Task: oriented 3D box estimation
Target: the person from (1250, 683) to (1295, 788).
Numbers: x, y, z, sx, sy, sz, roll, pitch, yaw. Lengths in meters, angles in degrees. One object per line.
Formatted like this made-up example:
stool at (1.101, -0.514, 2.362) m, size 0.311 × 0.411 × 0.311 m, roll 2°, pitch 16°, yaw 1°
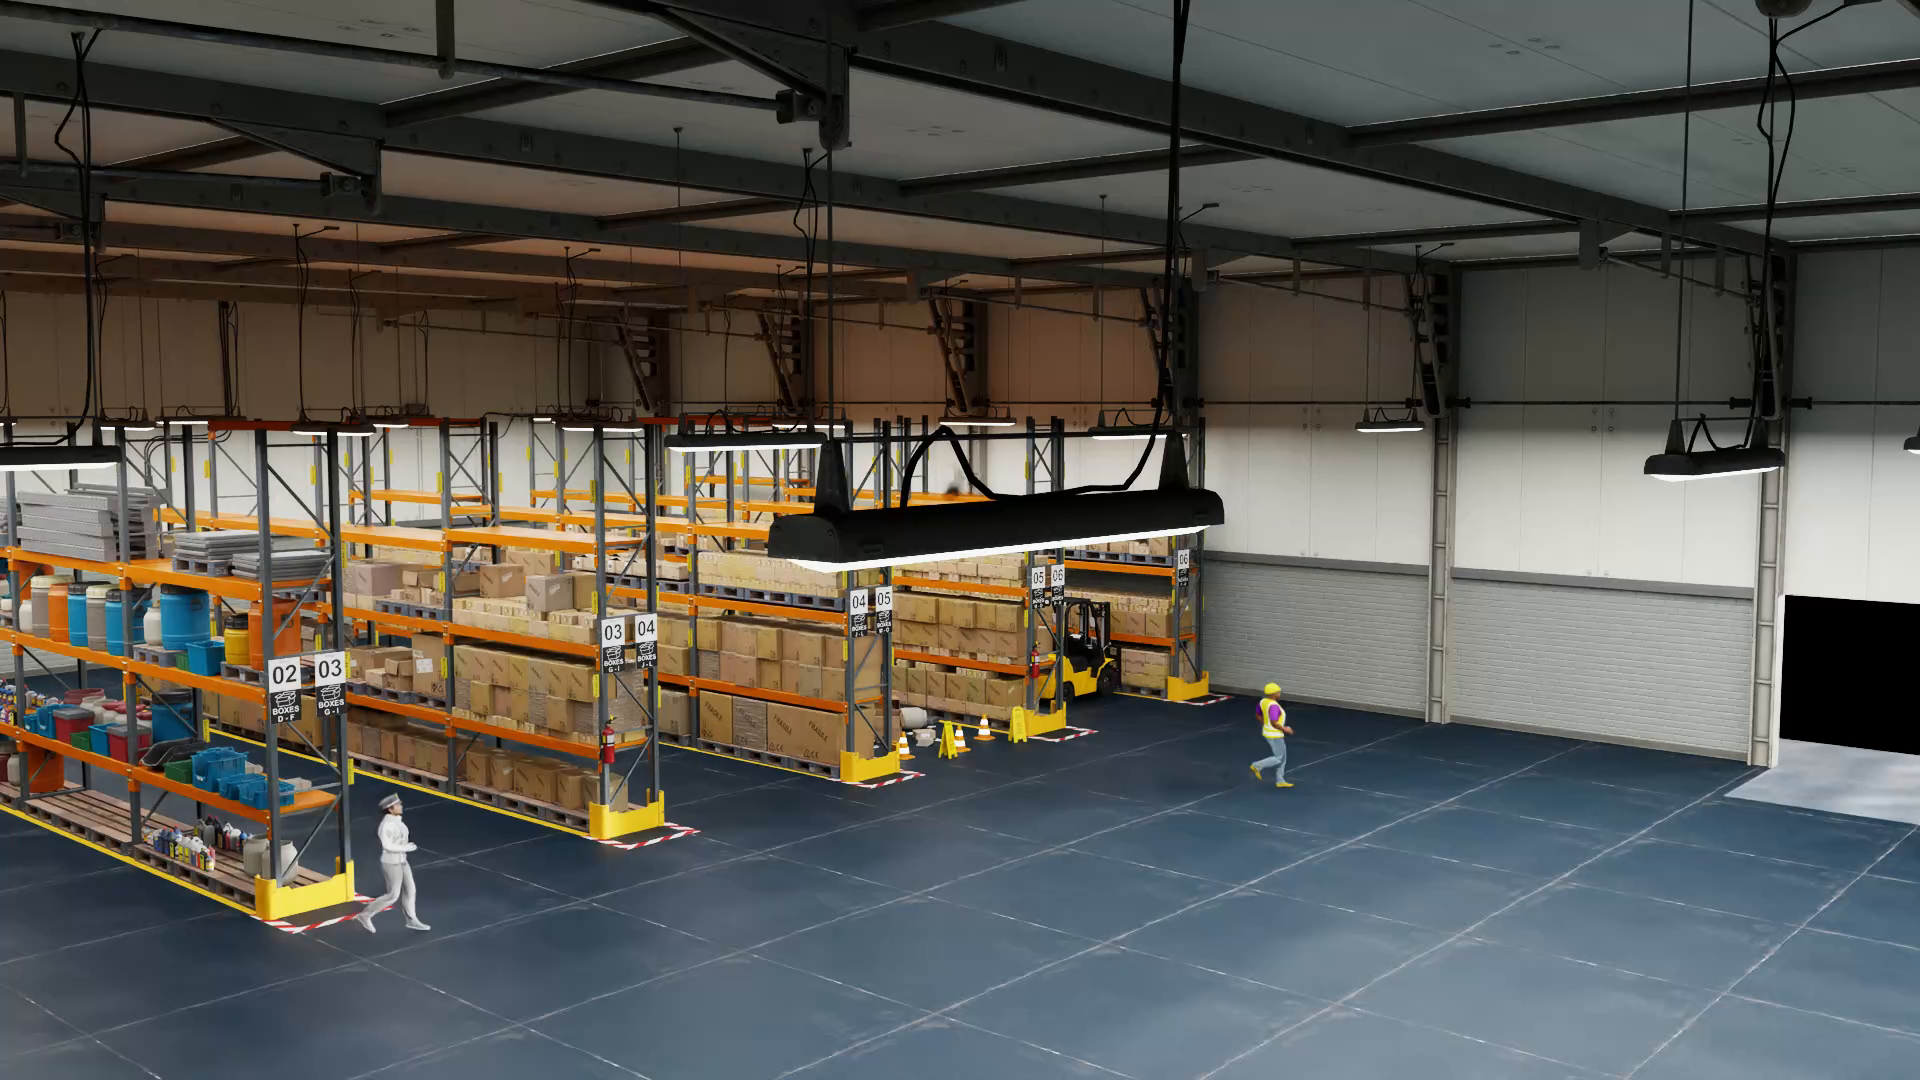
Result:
person at (5.100, 3.204, 27.237) m, size 0.787 × 1.735 × 0.698 m, roll -1°, pitch 5°, yaw -8°

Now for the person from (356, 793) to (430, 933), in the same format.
person at (-6.744, 3.843, 19.726) m, size 0.825 × 1.704 × 0.639 m, roll -1°, pitch 5°, yaw -17°
